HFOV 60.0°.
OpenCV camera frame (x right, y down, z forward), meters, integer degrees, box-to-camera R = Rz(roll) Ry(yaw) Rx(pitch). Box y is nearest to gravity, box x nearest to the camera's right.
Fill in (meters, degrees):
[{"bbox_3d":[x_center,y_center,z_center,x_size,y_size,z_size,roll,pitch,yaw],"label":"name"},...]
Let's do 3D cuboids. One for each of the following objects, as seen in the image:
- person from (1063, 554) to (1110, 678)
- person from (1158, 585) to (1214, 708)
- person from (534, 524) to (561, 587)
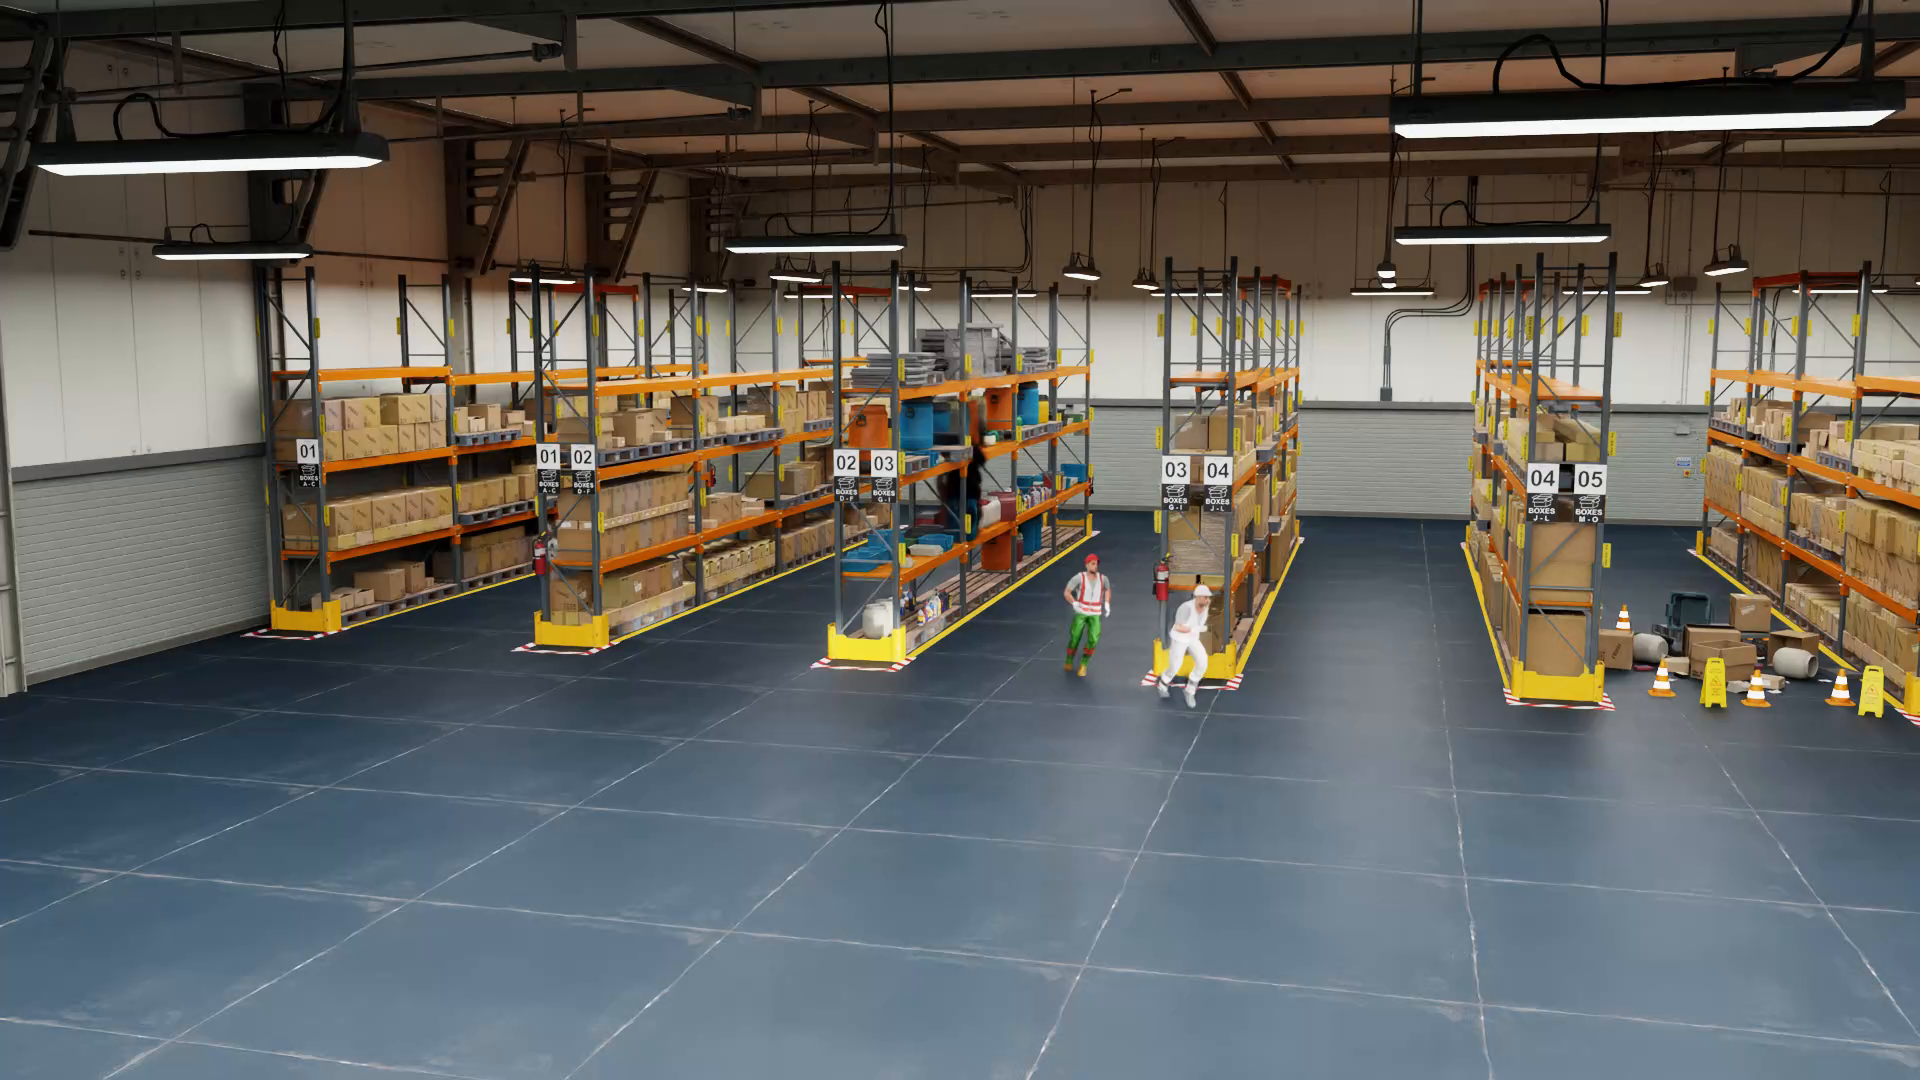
[{"bbox_3d":[1.861,1.088,24.103,0.718,1.779,0.664,-1,7,-6],"label":"person"},{"bbox_3d":[3.025,1.391,22.161,0.702,1.690,0.992,-5,9,-34],"label":"person"},{"bbox_3d":[-7.115,0.537,28.782,0.555,1.654,0.510,1,7,8],"label":"person"}]
